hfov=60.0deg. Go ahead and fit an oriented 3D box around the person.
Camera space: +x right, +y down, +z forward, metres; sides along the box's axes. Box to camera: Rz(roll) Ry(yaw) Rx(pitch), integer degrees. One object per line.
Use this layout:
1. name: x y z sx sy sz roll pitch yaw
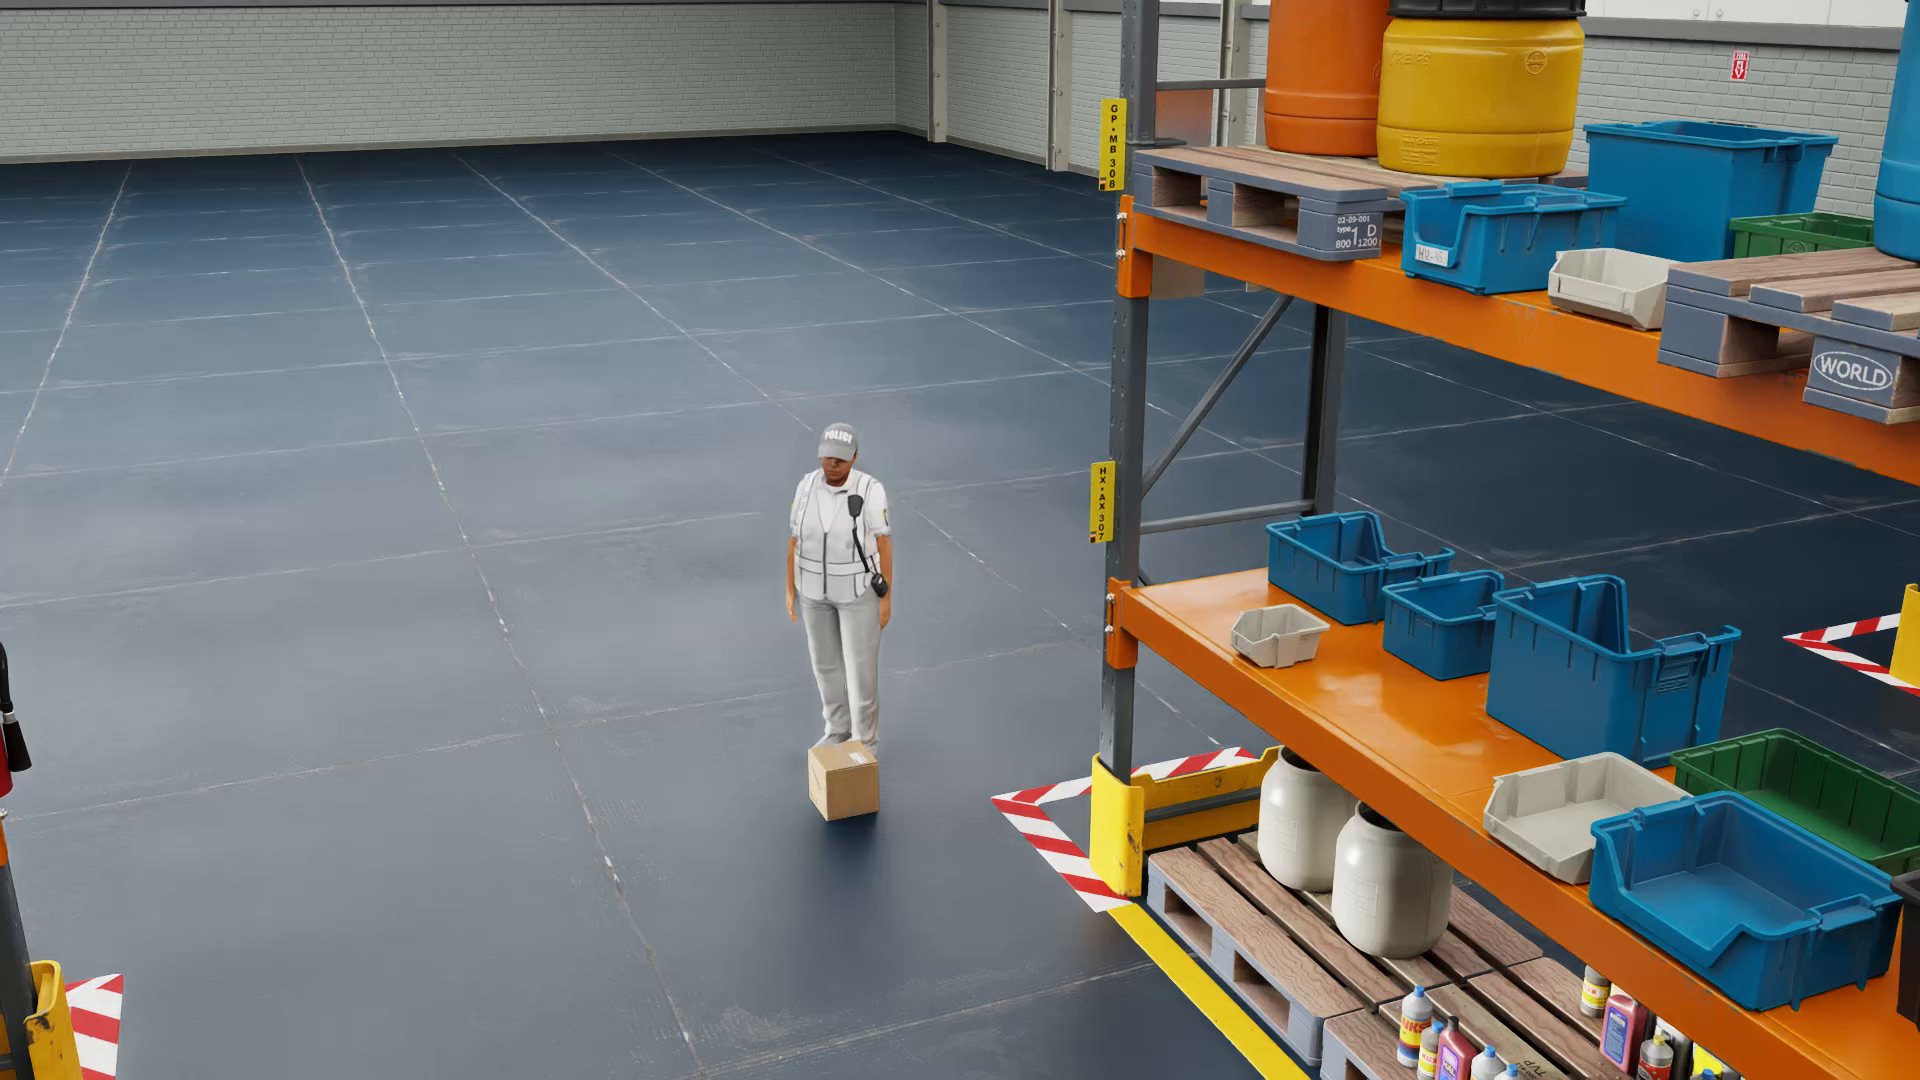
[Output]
1. person: -0.587 0.288 7.727 0.523 1.682 0.550 6 20 18
